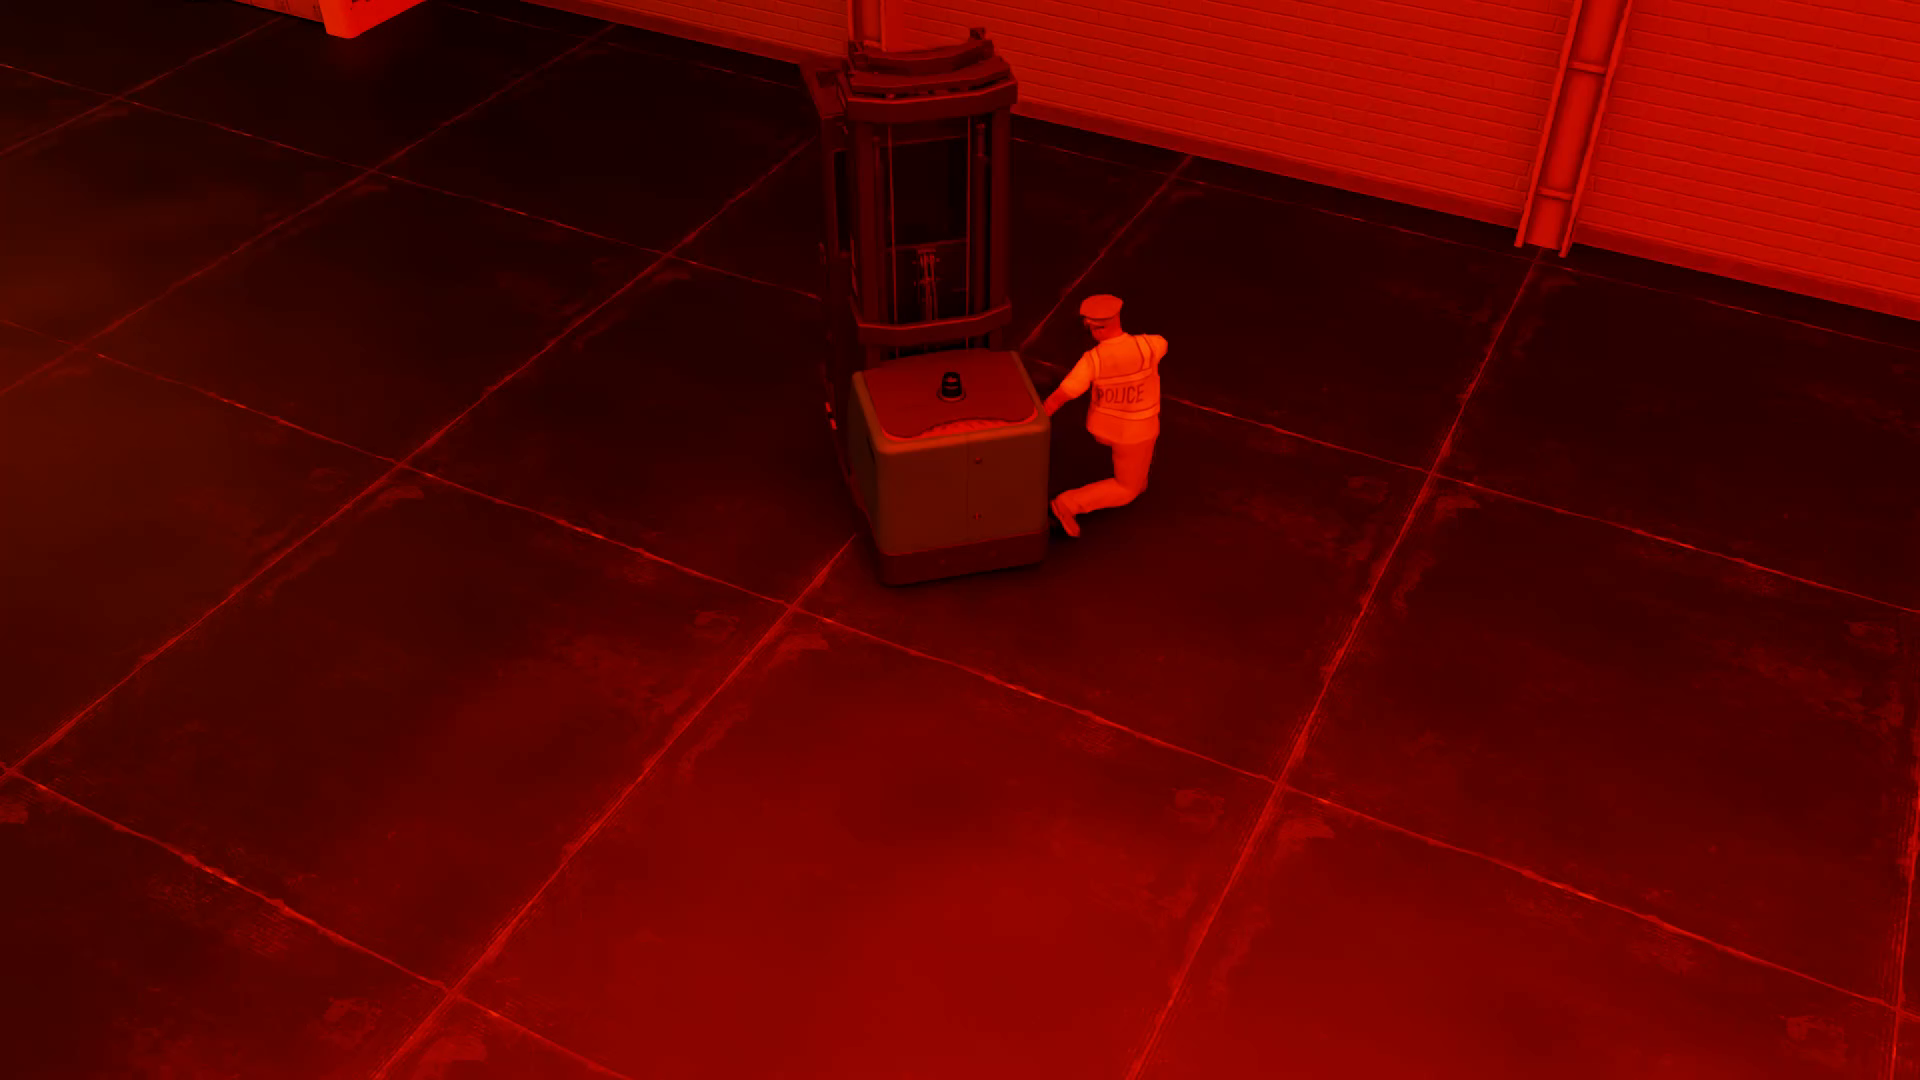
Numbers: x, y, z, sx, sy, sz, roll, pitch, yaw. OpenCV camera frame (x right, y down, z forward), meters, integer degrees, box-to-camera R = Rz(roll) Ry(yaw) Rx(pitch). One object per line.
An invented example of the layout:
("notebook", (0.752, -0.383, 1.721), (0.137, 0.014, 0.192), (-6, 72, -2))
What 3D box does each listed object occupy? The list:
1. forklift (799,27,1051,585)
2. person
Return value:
("forklift", (-0.313, -1.811, 10.137), (1.130, 2.935, 3.031), (-9, 41, -10))
("person", (0.861, -0.758, 10.056), (0.682, 1.521, 0.927), (28, 47, 29))
